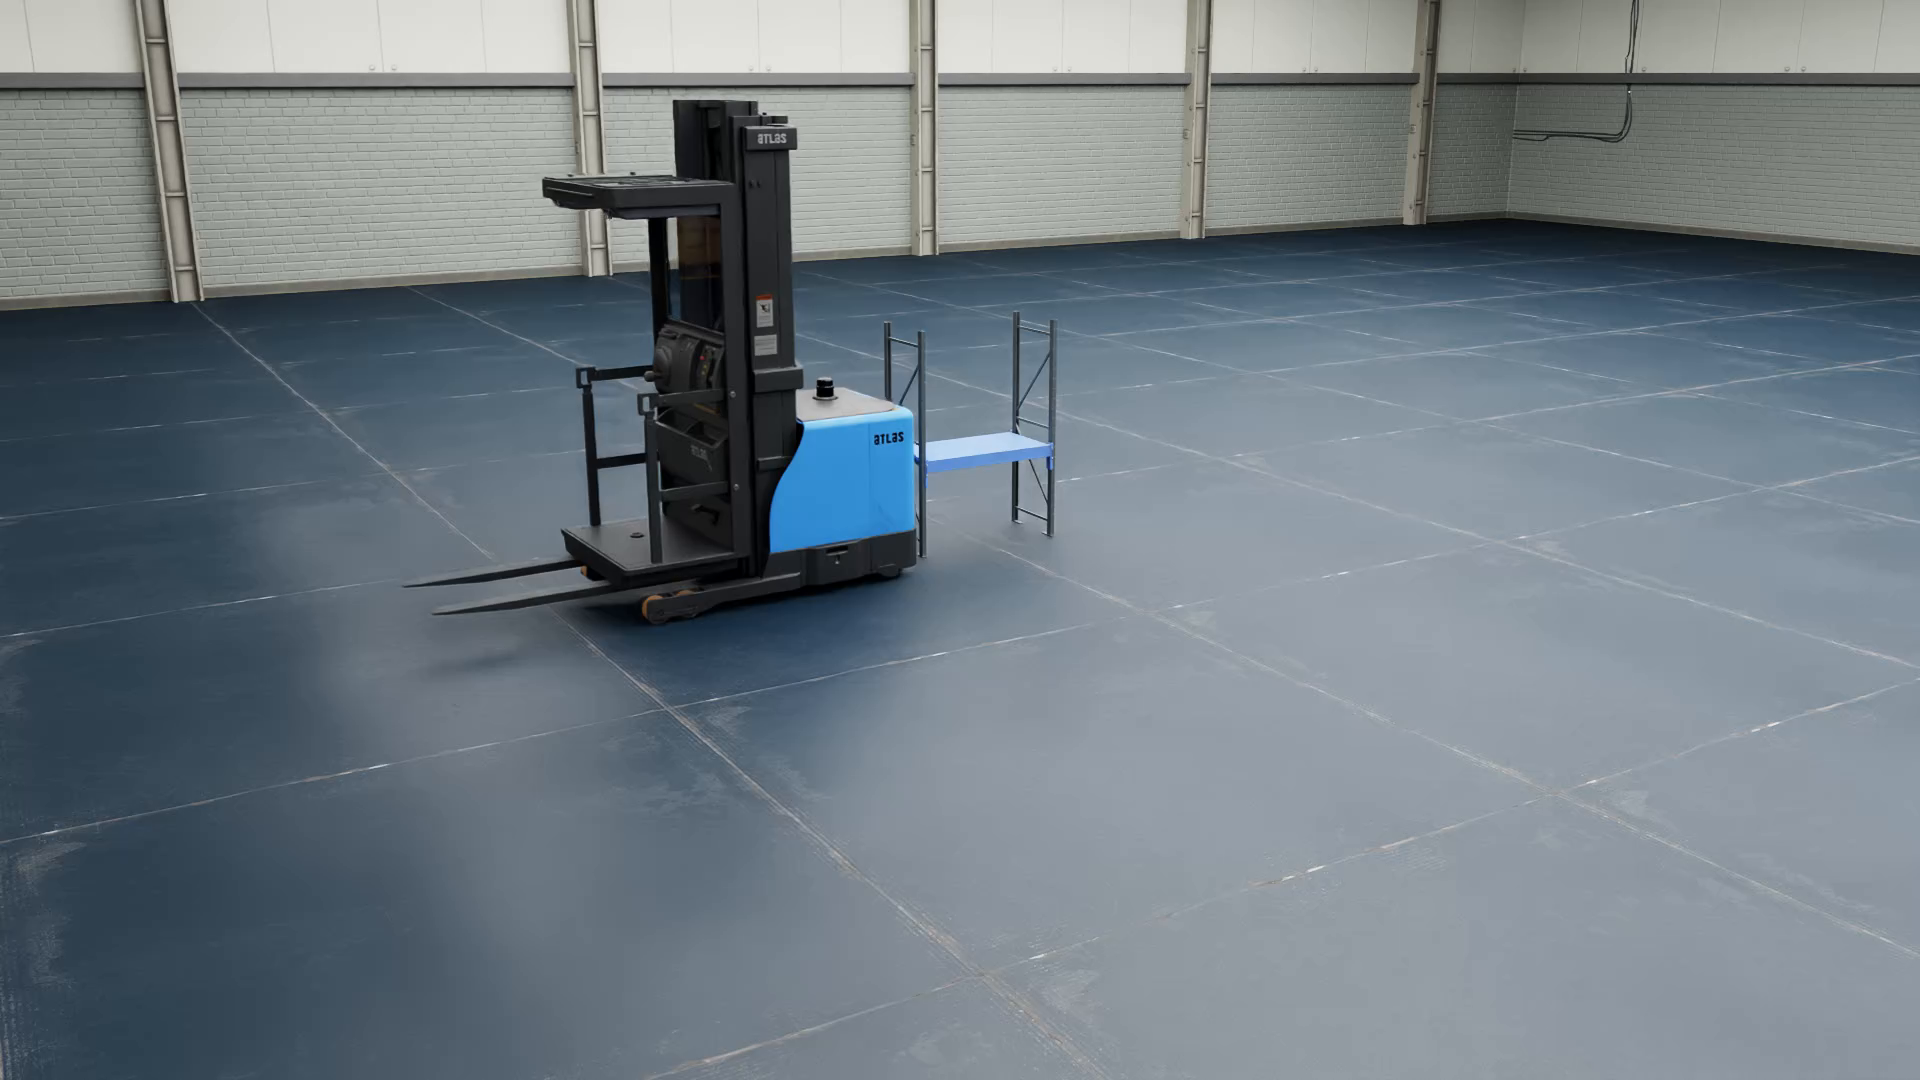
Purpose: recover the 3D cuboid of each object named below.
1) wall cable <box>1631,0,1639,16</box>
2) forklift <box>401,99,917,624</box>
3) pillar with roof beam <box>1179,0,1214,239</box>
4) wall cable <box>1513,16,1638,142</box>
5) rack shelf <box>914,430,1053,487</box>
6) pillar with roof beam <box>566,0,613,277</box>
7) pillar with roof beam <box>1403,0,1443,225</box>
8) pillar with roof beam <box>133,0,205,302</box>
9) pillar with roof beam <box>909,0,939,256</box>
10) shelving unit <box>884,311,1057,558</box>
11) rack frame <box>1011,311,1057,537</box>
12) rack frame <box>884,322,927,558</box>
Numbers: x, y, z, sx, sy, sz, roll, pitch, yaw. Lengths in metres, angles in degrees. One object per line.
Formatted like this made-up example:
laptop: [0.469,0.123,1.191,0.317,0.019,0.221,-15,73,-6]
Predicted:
wall cable: [14.263,-11.471,32.054,0.112,2.526,3.097,-9,18,-30]
forklift: [-1.794,-1.085,9.849,3.031,2.935,1.130,-10,18,-31]
pillar with roof beam: [6.738,-9.226,27.651,0.400,9.000,9.100,-9,18,-30]
wall cable: [12.870,-9.665,34.968,0.112,2.526,3.097,-9,18,-30]
rack shelf: [0.073,-0.561,11.298,1.000,0.185,0.538,-9,18,-30]
pillar with roof beam: [-3.549,-7.558,21.701,0.400,9.000,9.100,-9,18,-30]
pillar with roof beam: [11.881,-10.060,30.627,0.400,9.000,9.100,-9,18,-30]
pillar with roof beam: [-8.692,-6.724,18.725,0.400,9.000,9.100,-9,18,-30]
pillar with roof beam: [1.595,-8.392,24.676,0.400,9.000,9.100,-9,18,-30]
shelving unit: [0.073,-0.734,11.250,1.048,1.500,0.538,-9,18,-30]
rack frame: [0.509,-0.805,11.502,0.032,1.500,0.500,-9,18,-30]
rack frame: [-0.363,-0.663,10.998,0.032,1.500,0.500,-9,18,-30]
